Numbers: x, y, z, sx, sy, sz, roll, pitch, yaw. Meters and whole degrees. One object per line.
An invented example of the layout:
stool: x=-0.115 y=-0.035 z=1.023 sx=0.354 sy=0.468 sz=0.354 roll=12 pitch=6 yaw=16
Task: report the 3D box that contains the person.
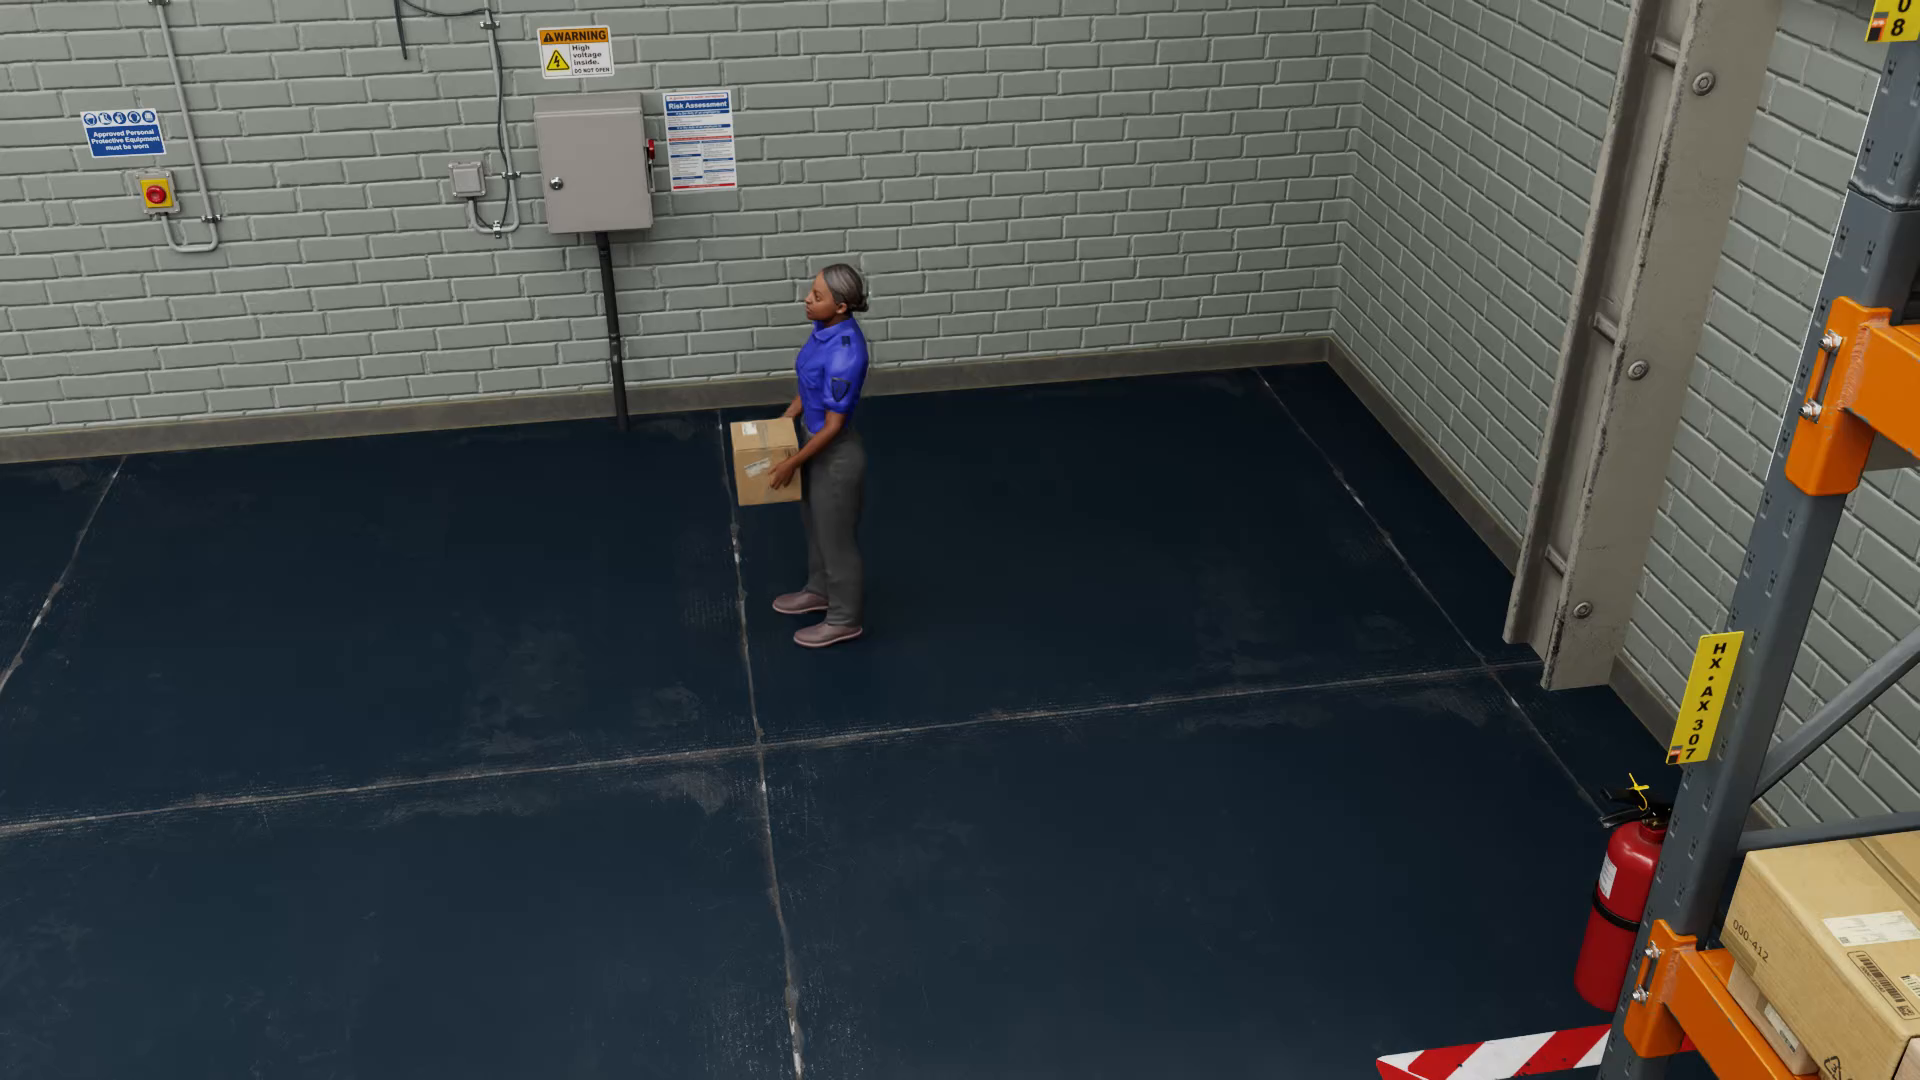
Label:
person: x=-0.570 y=-0.327 z=6.682 sx=0.441 sy=1.658 sz=0.512 roll=-5 pitch=31 yaw=-9
